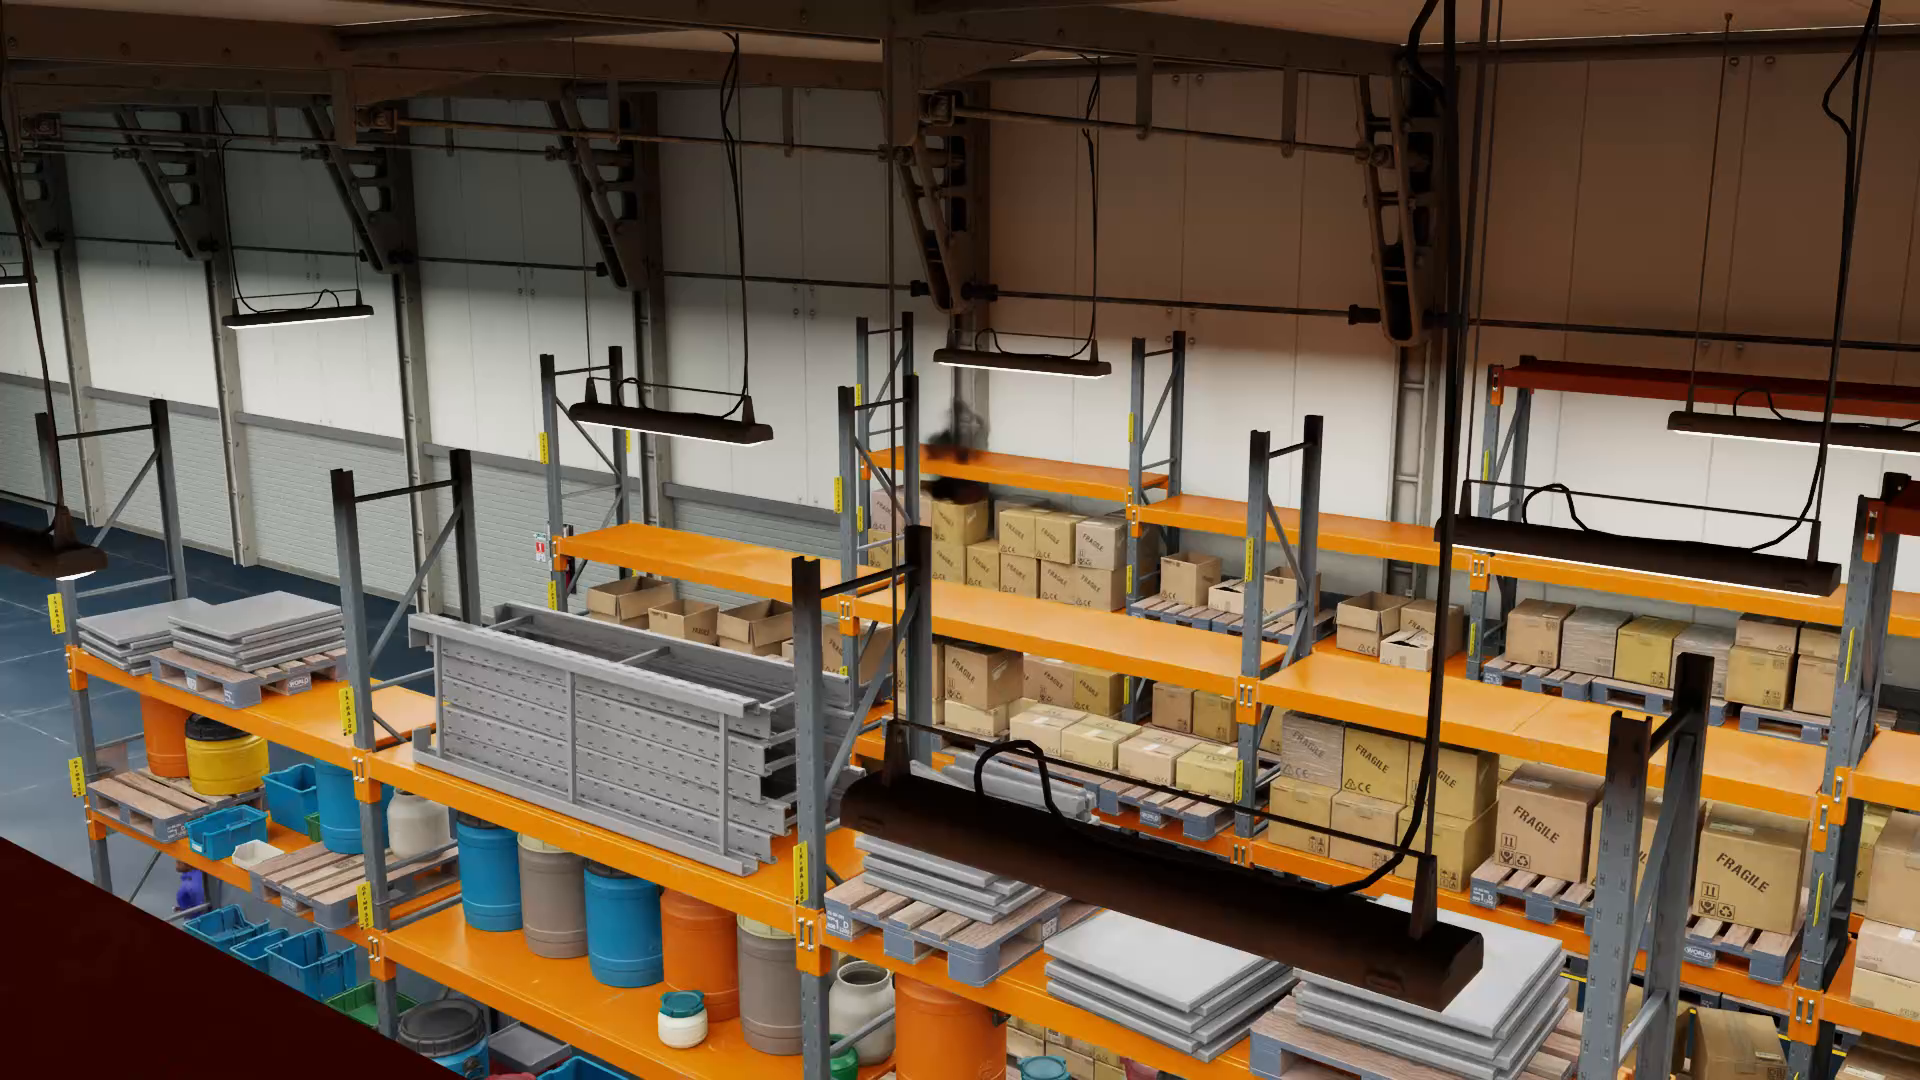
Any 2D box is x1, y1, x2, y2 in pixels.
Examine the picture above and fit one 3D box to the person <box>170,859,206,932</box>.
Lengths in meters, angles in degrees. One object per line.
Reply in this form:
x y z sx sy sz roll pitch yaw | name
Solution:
-7.288 3.680 15.852 0.609 1.617 0.642 -2 13 -7 | person
